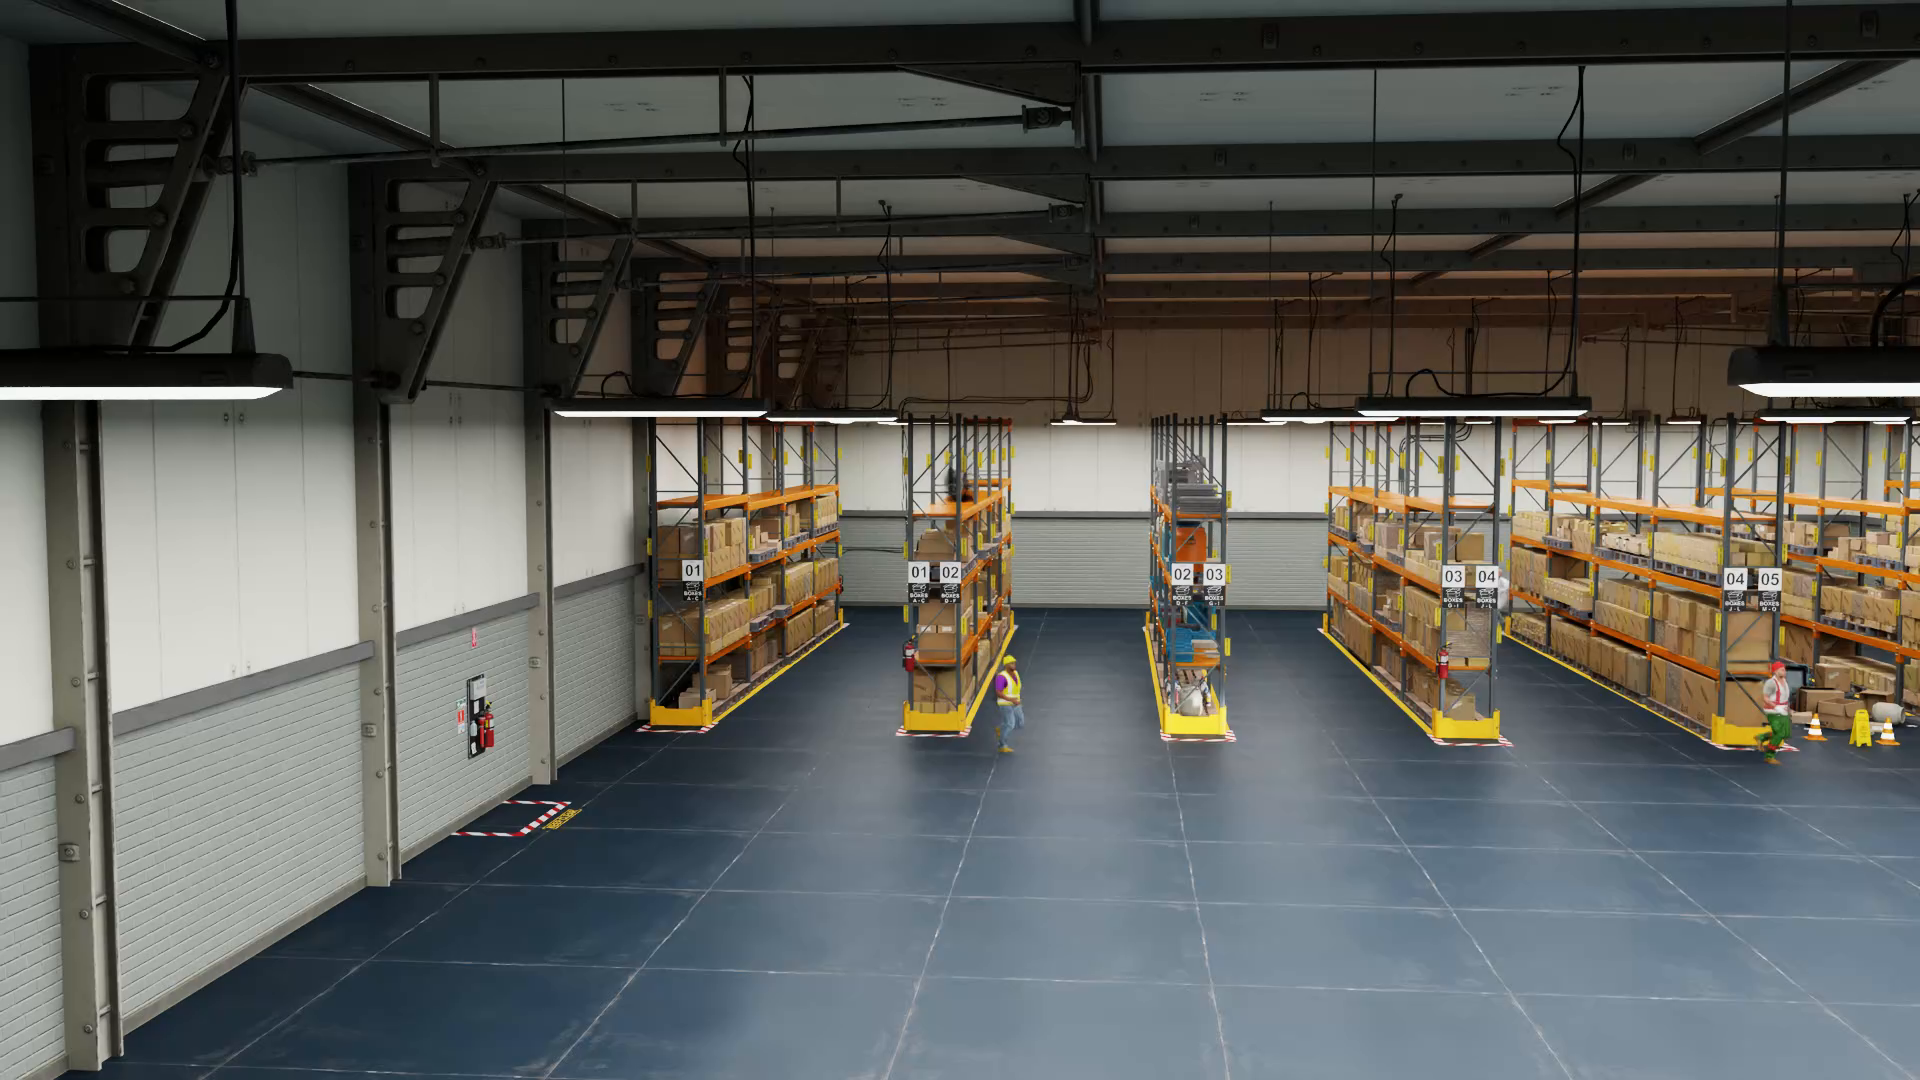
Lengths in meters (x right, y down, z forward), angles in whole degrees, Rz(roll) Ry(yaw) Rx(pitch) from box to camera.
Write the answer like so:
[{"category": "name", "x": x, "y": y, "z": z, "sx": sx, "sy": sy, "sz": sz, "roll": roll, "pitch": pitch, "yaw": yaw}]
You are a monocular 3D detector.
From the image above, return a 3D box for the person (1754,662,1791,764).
[{"category": "person", "x": 13.940, "y": 2.944, "z": 28.435, "sx": 0.684, "sy": 1.750, "sz": 0.642, "roll": -3, "pitch": 5, "yaw": -33}]

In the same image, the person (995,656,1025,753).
[{"category": "person", "x": 0.886, "y": 2.890, "z": 29.358, "sx": 0.654, "sy": 1.720, "sz": 0.721, "roll": 3, "pitch": 5, "yaw": 37}]

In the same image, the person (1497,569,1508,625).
[{"category": "person", "x": 15.273, "y": 1.675, "z": 47.381, "sx": 0.817, "sy": 1.716, "sz": 0.992, "roll": 0, "pitch": 4, "yaw": -5}]
